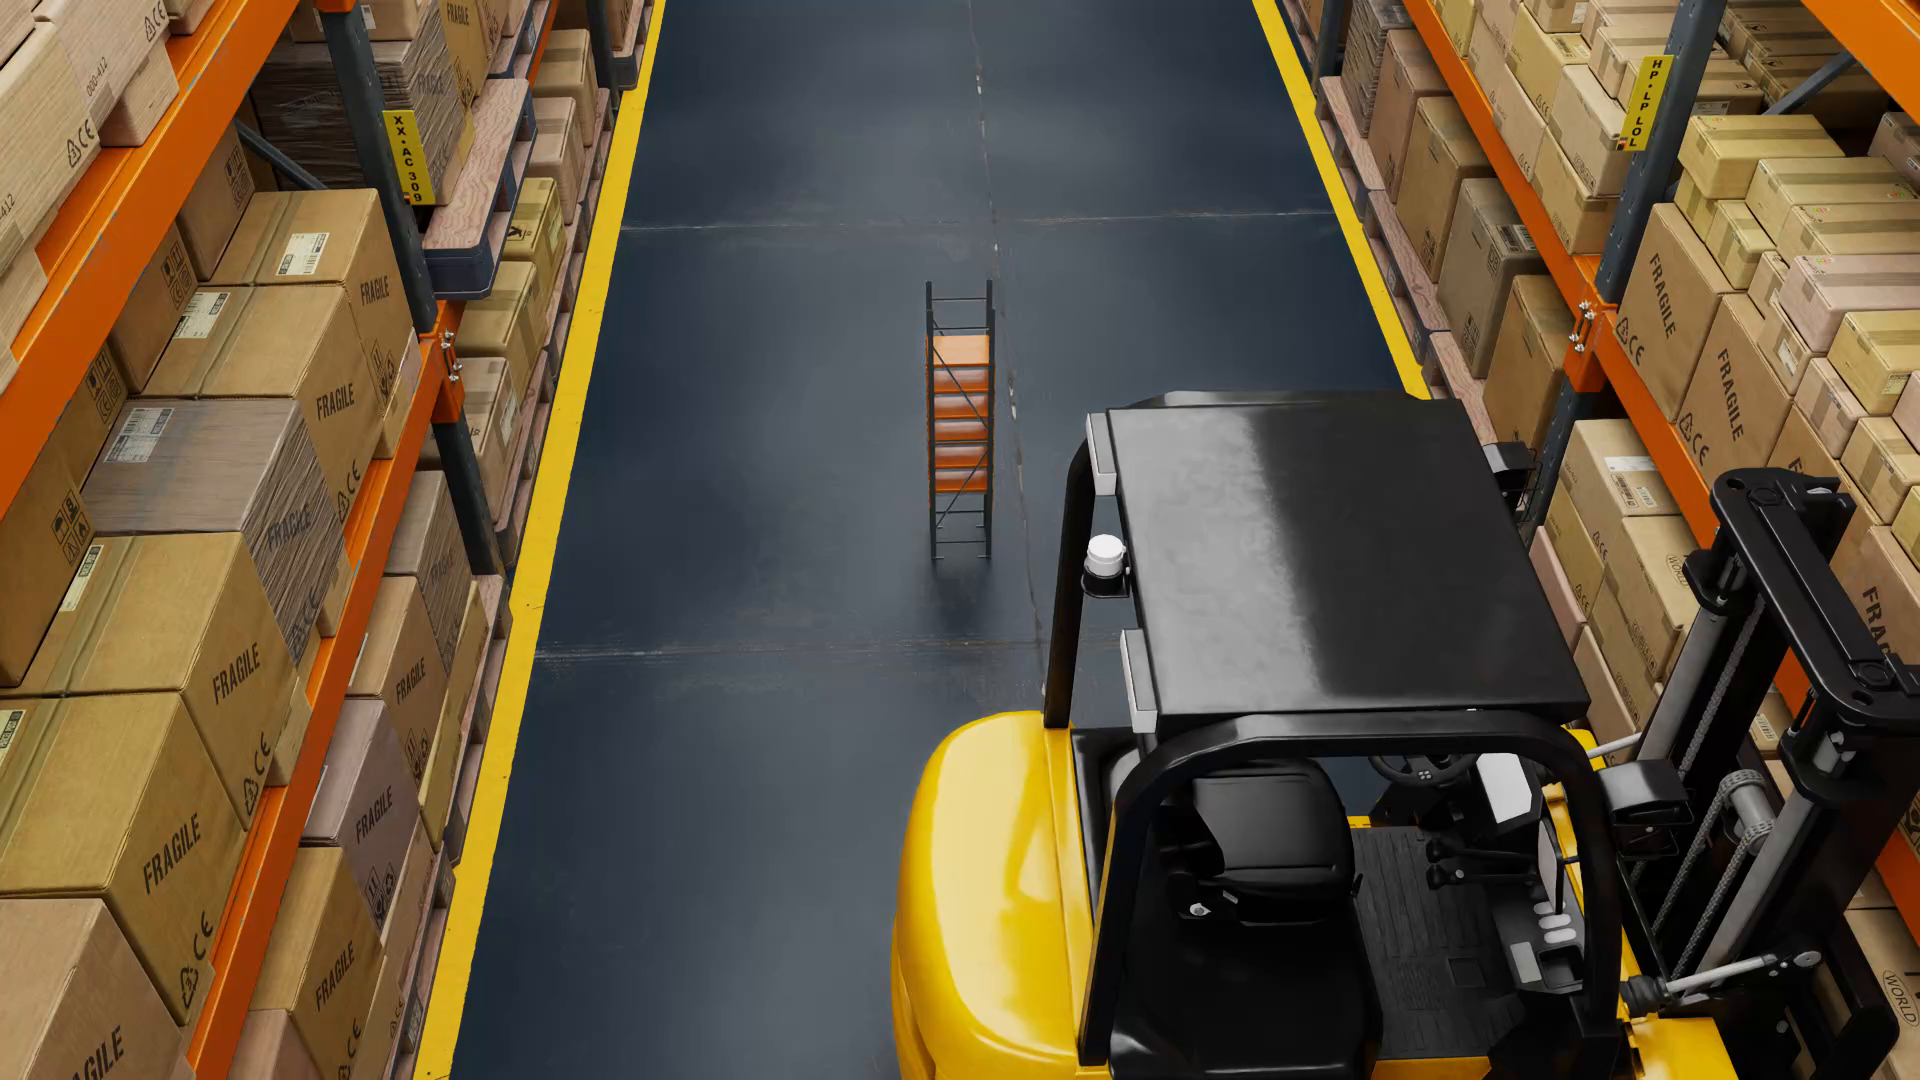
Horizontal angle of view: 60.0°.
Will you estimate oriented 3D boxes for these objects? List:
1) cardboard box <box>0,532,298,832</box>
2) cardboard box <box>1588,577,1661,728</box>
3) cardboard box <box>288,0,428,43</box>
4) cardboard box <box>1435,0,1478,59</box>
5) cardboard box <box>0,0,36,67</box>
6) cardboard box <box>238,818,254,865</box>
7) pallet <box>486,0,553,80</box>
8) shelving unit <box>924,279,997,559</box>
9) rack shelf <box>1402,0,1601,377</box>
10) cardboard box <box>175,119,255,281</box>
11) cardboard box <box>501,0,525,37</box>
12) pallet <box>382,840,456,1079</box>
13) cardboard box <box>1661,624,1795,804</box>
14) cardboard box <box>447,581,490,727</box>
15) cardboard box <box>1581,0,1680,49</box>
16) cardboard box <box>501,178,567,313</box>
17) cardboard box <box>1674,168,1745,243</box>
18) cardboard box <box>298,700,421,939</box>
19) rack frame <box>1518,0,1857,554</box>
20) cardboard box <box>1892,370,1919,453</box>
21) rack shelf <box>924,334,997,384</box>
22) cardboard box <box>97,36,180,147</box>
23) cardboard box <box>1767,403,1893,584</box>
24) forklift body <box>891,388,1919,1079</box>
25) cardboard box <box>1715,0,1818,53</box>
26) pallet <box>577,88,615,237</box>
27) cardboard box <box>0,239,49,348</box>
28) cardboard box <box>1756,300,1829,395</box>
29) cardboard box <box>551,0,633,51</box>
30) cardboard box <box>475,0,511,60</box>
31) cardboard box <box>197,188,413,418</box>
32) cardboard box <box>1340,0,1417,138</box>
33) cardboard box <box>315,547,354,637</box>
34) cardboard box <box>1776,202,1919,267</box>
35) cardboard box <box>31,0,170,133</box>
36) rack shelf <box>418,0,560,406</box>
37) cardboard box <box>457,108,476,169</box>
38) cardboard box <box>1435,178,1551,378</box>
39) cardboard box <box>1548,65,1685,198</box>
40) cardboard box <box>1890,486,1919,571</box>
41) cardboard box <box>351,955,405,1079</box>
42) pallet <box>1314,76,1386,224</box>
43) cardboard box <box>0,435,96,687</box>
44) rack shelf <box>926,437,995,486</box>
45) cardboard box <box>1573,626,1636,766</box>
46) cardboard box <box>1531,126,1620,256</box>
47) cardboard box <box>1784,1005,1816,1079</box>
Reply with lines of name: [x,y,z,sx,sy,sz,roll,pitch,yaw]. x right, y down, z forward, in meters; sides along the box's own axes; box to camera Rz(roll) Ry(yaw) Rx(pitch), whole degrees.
cardboard box: [-1.914,0.339,3.866,0.500,0.500,0.500,-2,43,-3]
cardboard box: [2.432,0.355,5.497,0.500,0.250,0.500,-2,43,-2]
cardboard box: [-1.930,-1.718,5.320,0.380,0.149,0.250,-2,43,-2]
cardboard box: [2.366,-2.296,7.146,0.500,0.250,0.500,0,43,0]
cardboard box: [-1.870,-0.906,2.894,0.380,0.149,0.250,-1,43,-1]
cardboard box: [-1.918,0.654,4.002,0.380,0.149,0.250,-3,43,-3]
pallet: [-2.308,-2.145,7.012,1.003,0.211,1.213,-2,43,-2]
shelving unit: [0.001,-0.433,6.334,0.258,1.200,0.189,-2,43,-2]
rack shelf: [2.611,-2.080,7.332,1.077,0.370,4.000,-2,43,-2]
cardboard box: [-2.461,-1.062,4.655,0.700,0.500,0.500,-2,43,-2]
cardboard box: [-1.998,-2.175,6.778,0.380,0.149,0.250,0,43,0]
pallet: [-2.144,1.456,5.006,1.003,0.211,1.213,-2,43,-2]
cardboard box: [2.447,0.512,4.956,0.500,0.250,0.500,0,43,0]
cardboard box: [-1.969,0.400,5.818,0.500,0.250,0.500,0,43,0]
cardboard box: [2.473,-1.836,5.979,0.380,0.149,0.250,-2,43,-2]
cardboard box: [-2.353,-1.345,7.631,0.950,0.372,0.625,0,43,0]
cardboard box: [2.447,-1.048,5.120,0.380,0.149,0.250,-2,43,-2]
cardboard box: [-1.924,0.812,4.814,0.500,0.500,0.500,0,43,0]
rack frame: [2.696,-0.995,5.616,1.000,3.000,0.127,-2,43,-2]
cardboard box: [2.547,-0.290,4.072,0.380,0.149,0.250,-2,43,-2]
rack shelf: [0.001,-0.665,6.121,0.258,0.103,0.180,-2,43,-2]
cardboard box: [-1.915,-0.964,3.548,0.380,0.149,0.250,-1,43,-1]
cardboard box: [2.515,-0.032,4.491,0.500,0.500,0.500,-2,43,-2]
forklift body: [0.963,0.790,4.296,2.313,2.155,1.214,-2,43,-2]
cardboard box: [2.927,-1.866,6.012,0.380,0.149,0.250,-2,43,-2]
pallet: [-2.401,-1.995,8.770,1.003,0.211,1.213,-2,43,-2]
cardboard box: [-1.893,-0.445,2.982,0.380,0.149,0.250,-3,43,-3]
cardboard box: [2.435,-0.530,4.554,0.380,0.149,0.250,-1,43,-1]
cardboard box: [-2.379,-3.391,9.491,0.875,0.875,0.875,-2,43,-2]
cardboard box: [-2.026,-2.149,6.269,0.500,0.500,0.500,-2,43,-2]
cardboard box: [-1.996,-0.704,5.004,0.500,0.500,0.500,-3,43,-3]
cardboard box: [2.539,-2.553,8.763,0.875,0.625,0.625,0,43,0]
cardboard box: [-1.898,0.136,4.567,0.380,0.149,0.250,-2,43,-2]
cardboard box: [2.534,-0.811,4.641,0.380,0.149,0.250,-2,43,-3]
cardboard box: [-1.946,-1.034,3.329,0.500,0.250,0.500,-2,43,-2]
rack shelf: [-2.348,-1.935,7.174,1.077,0.370,4.000,-2,43,-2]
cardboard box: [-1.973,-1.463,6.002,0.380,0.149,0.250,-1,43,-1]
cardboard box: [2.637,-1.151,7.232,0.875,0.625,0.625,-2,43,-2]
cardboard box: [2.420,-1.448,5.851,0.500,0.250,0.500,-2,43,-3]
cardboard box: [2.493,-0.004,3.980,0.380,0.149,0.250,-2,43,-3]
cardboard box: [-1.901,1.444,4.679,0.500,0.250,0.500,1,43,1]
pallet: [2.522,-2.111,8.897,1.003,0.211,1.213,-2,43,-2]
cardboard box: [-2.354,-0.028,3.526,0.700,0.500,0.500,-2,43,-2]
rack shelf: [0.001,-0.311,6.445,0.258,0.103,0.180,-2,43,-2]
cardboard box: [2.423,0.542,5.663,0.500,0.250,0.500,-3,43,-3]
cardboard box: [2.413,-1.273,6.029,0.500,0.250,0.500,-1,43,-1]
cardboard box: [2.480,1.373,4.386,0.500,0.250,0.500,-3,43,-3]
